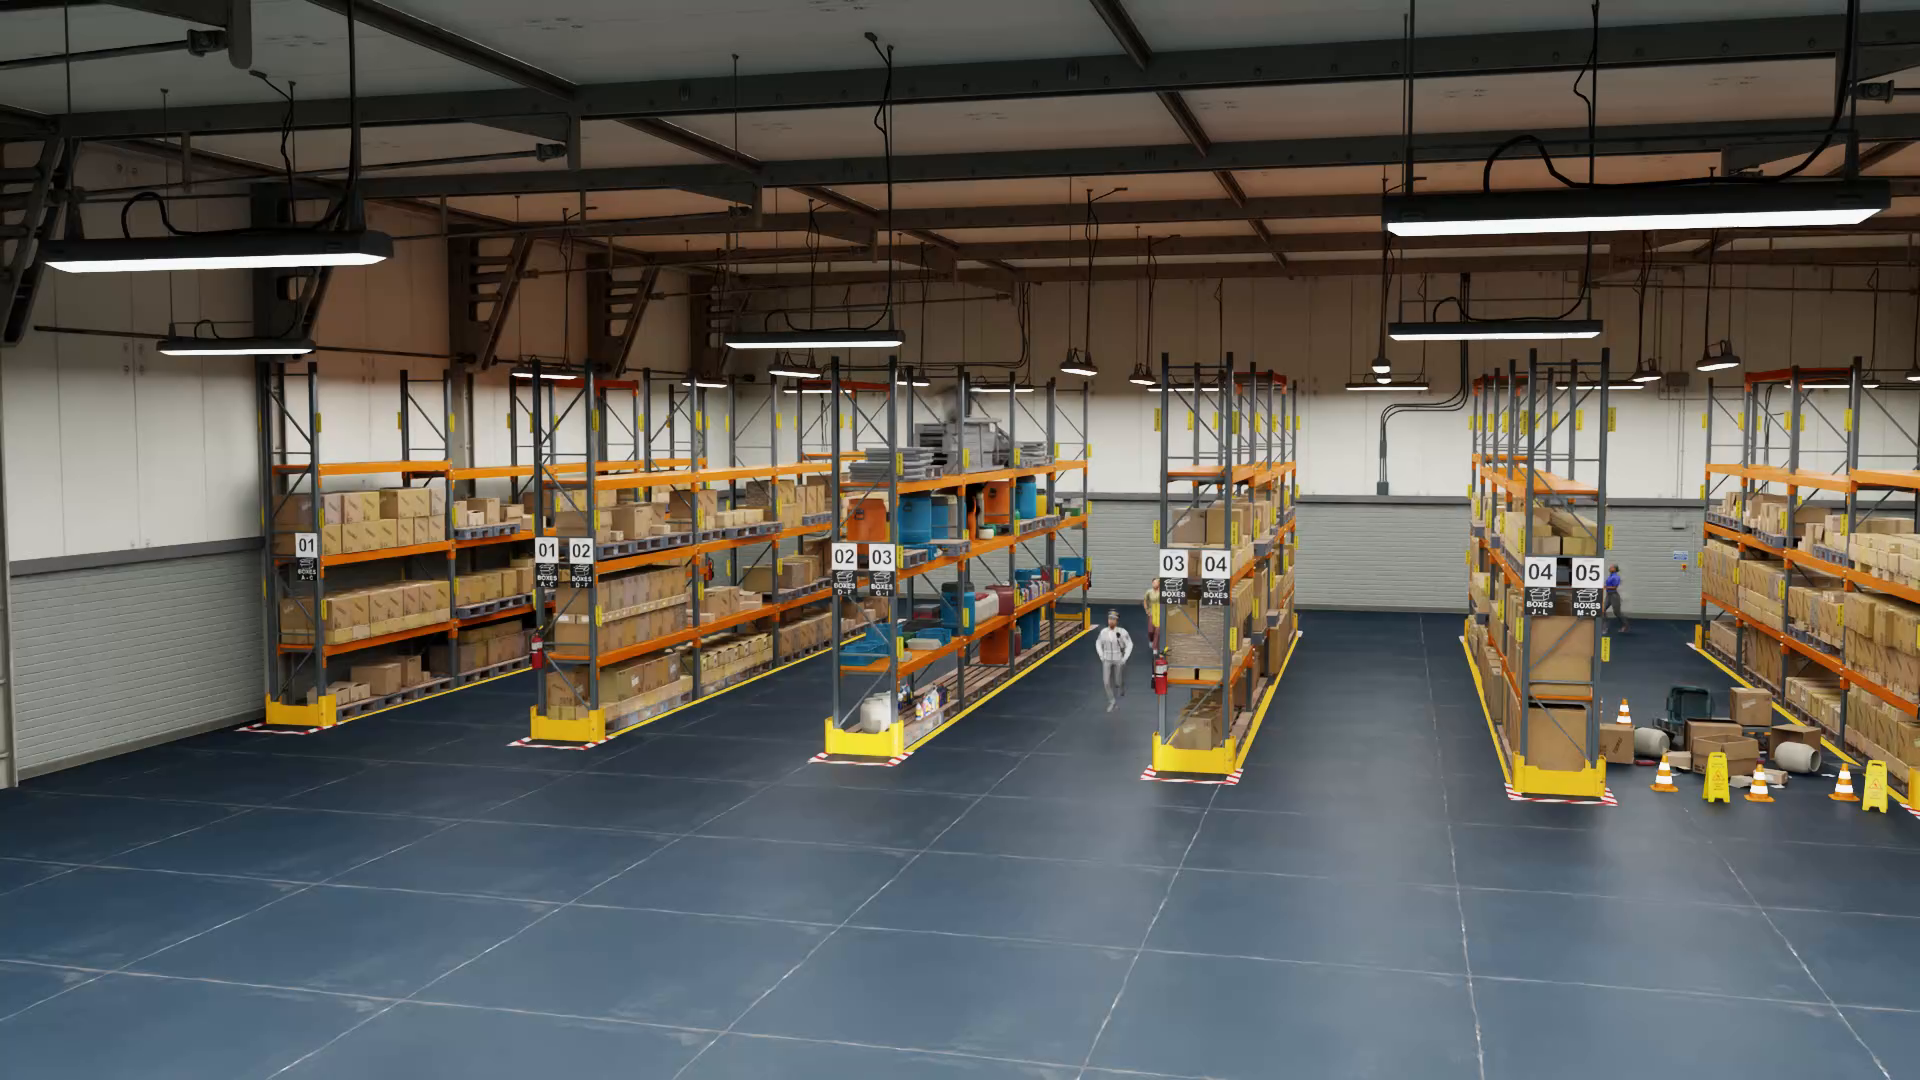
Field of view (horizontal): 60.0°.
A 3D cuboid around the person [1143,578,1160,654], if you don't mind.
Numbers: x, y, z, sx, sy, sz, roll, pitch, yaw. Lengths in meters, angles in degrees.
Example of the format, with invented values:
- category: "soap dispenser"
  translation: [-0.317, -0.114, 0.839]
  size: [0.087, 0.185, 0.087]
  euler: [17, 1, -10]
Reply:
- category: "person"
  translation: [4.293, 1.643, 36.284]
  size: [0.600, 1.639, 0.605]
  euler: [1, 4, 9]

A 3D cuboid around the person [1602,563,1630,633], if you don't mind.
- category: "person"
  translation: [15.455, 1.412, 39.335]
  size: [0.755, 1.719, 0.521]
  euler: [0, 4, -4]

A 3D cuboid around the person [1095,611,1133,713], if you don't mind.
- category: "person"
  translation: [2.554, 1.999, 27.625]
  size: [0.640, 1.669, 0.644]
  euler: [1, 4, 15]
